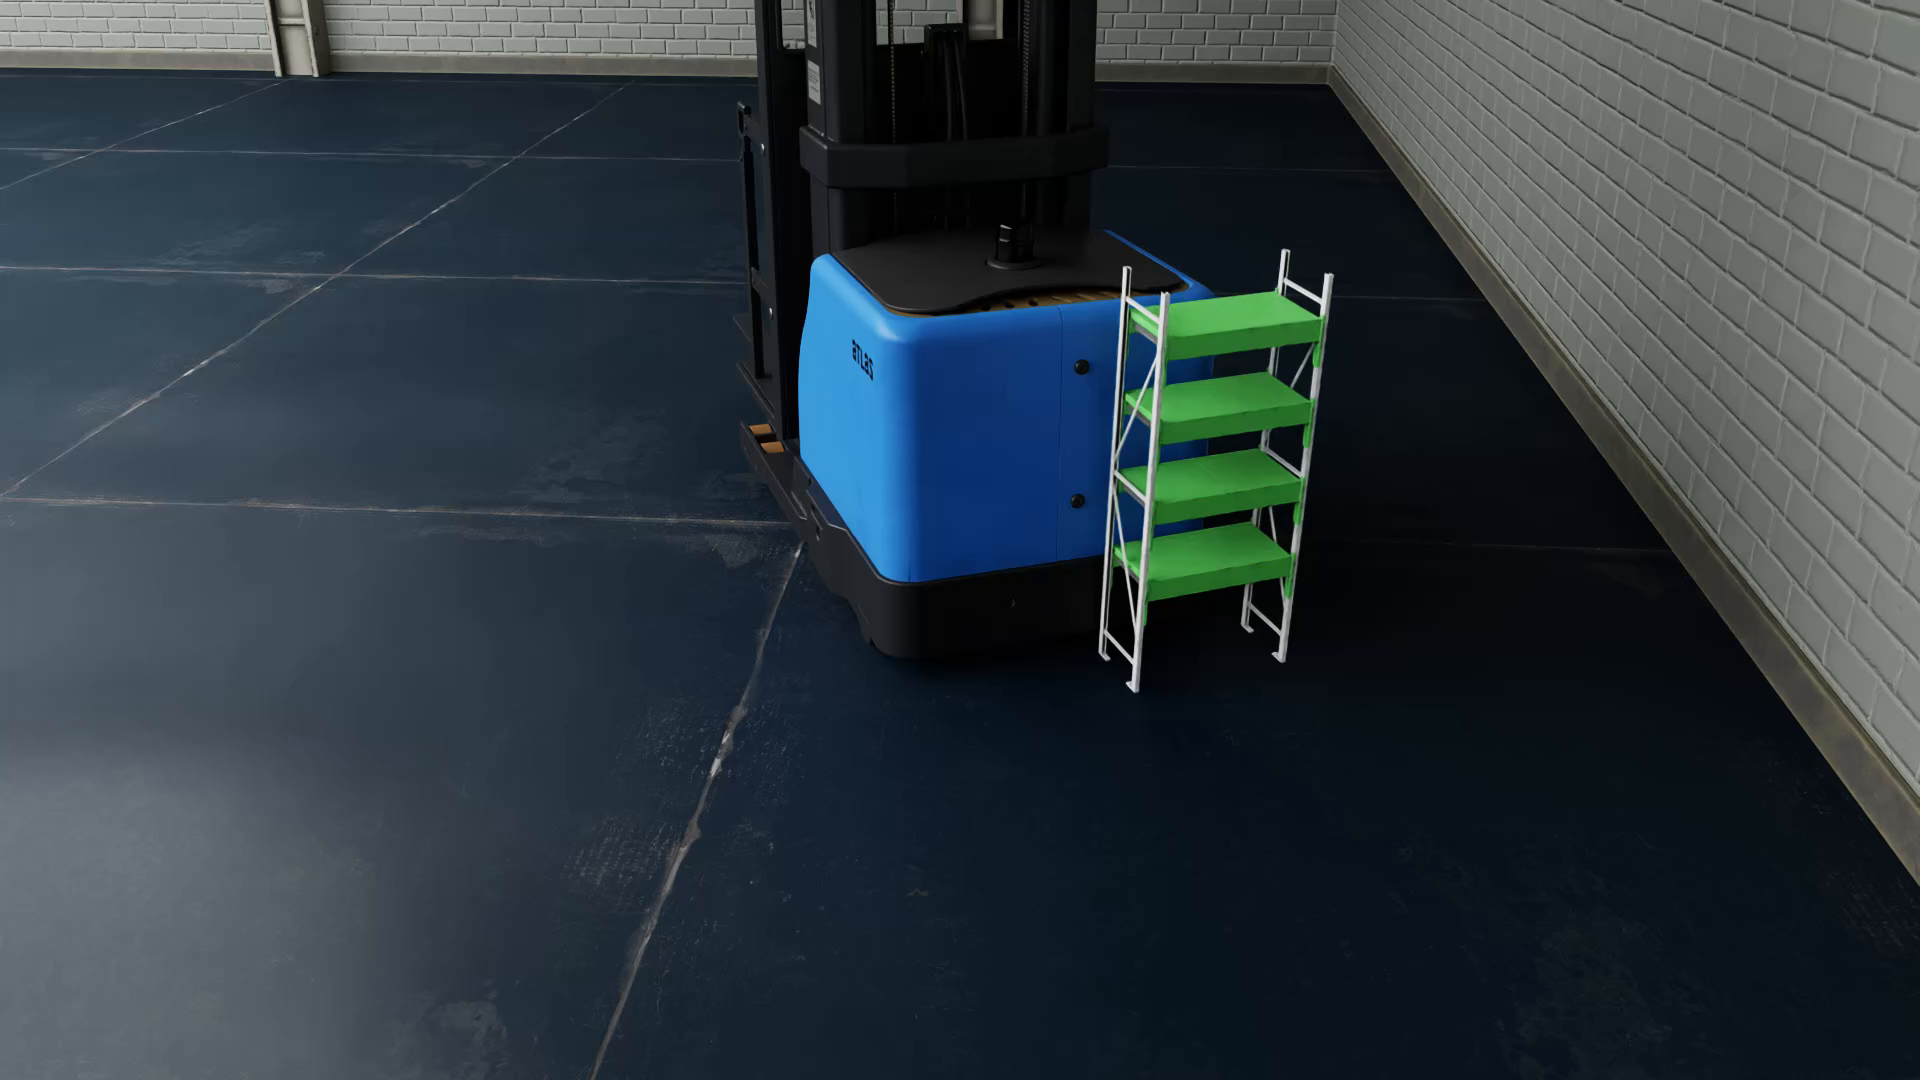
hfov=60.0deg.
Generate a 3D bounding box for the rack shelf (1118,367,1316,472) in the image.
[{"bbox_3d":[0.706,-0.339,4.616,0.480,0.148,0.258,-9,29,-19],"label":"rack shelf"}]

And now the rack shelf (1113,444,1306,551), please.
[{"bbox_3d":[0.702,-0.126,4.726,0.480,0.148,0.258,-9,29,-19],"label":"rack shelf"}]

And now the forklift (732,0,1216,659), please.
[{"bbox_3d":[-0.200,-1.578,5.673,1.130,2.935,3.031,-8,26,-17],"label":"forklift"}]

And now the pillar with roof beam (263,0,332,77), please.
[{"bbox_3d":[-6.133,-6.426,8.950,0.400,9.000,9.100,2,25,4],"label":"pillar with roof beam"}]

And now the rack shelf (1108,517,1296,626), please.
[{"bbox_3d":[0.698,0.087,4.836,0.480,0.148,0.258,-9,29,-19],"label":"rack shelf"}]

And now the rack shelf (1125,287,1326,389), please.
[{"bbox_3d":[0.710,-0.552,4.506,0.480,0.148,0.258,-9,29,-19],"label":"rack shelf"}]

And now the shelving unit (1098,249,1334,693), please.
[{"bbox_3d":[0.703,-0.183,4.697,0.503,1.200,0.258,-9,29,-19],"label":"shelving unit"}]

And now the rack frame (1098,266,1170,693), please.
[{"bbox_3d":[0.476,-0.145,4.616,0.015,1.200,0.240,-9,29,-19],"label":"rack frame"}]

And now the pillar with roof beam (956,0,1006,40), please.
[{"bbox_3d":[-0.151,-6.234,8.533,0.400,9.000,9.100,2,25,4],"label":"pillar with roof beam"}]

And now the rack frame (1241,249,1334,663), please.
[{"bbox_3d":[0.930,-0.220,4.778,0.015,1.200,0.240,-9,29,-19],"label":"rack frame"}]
